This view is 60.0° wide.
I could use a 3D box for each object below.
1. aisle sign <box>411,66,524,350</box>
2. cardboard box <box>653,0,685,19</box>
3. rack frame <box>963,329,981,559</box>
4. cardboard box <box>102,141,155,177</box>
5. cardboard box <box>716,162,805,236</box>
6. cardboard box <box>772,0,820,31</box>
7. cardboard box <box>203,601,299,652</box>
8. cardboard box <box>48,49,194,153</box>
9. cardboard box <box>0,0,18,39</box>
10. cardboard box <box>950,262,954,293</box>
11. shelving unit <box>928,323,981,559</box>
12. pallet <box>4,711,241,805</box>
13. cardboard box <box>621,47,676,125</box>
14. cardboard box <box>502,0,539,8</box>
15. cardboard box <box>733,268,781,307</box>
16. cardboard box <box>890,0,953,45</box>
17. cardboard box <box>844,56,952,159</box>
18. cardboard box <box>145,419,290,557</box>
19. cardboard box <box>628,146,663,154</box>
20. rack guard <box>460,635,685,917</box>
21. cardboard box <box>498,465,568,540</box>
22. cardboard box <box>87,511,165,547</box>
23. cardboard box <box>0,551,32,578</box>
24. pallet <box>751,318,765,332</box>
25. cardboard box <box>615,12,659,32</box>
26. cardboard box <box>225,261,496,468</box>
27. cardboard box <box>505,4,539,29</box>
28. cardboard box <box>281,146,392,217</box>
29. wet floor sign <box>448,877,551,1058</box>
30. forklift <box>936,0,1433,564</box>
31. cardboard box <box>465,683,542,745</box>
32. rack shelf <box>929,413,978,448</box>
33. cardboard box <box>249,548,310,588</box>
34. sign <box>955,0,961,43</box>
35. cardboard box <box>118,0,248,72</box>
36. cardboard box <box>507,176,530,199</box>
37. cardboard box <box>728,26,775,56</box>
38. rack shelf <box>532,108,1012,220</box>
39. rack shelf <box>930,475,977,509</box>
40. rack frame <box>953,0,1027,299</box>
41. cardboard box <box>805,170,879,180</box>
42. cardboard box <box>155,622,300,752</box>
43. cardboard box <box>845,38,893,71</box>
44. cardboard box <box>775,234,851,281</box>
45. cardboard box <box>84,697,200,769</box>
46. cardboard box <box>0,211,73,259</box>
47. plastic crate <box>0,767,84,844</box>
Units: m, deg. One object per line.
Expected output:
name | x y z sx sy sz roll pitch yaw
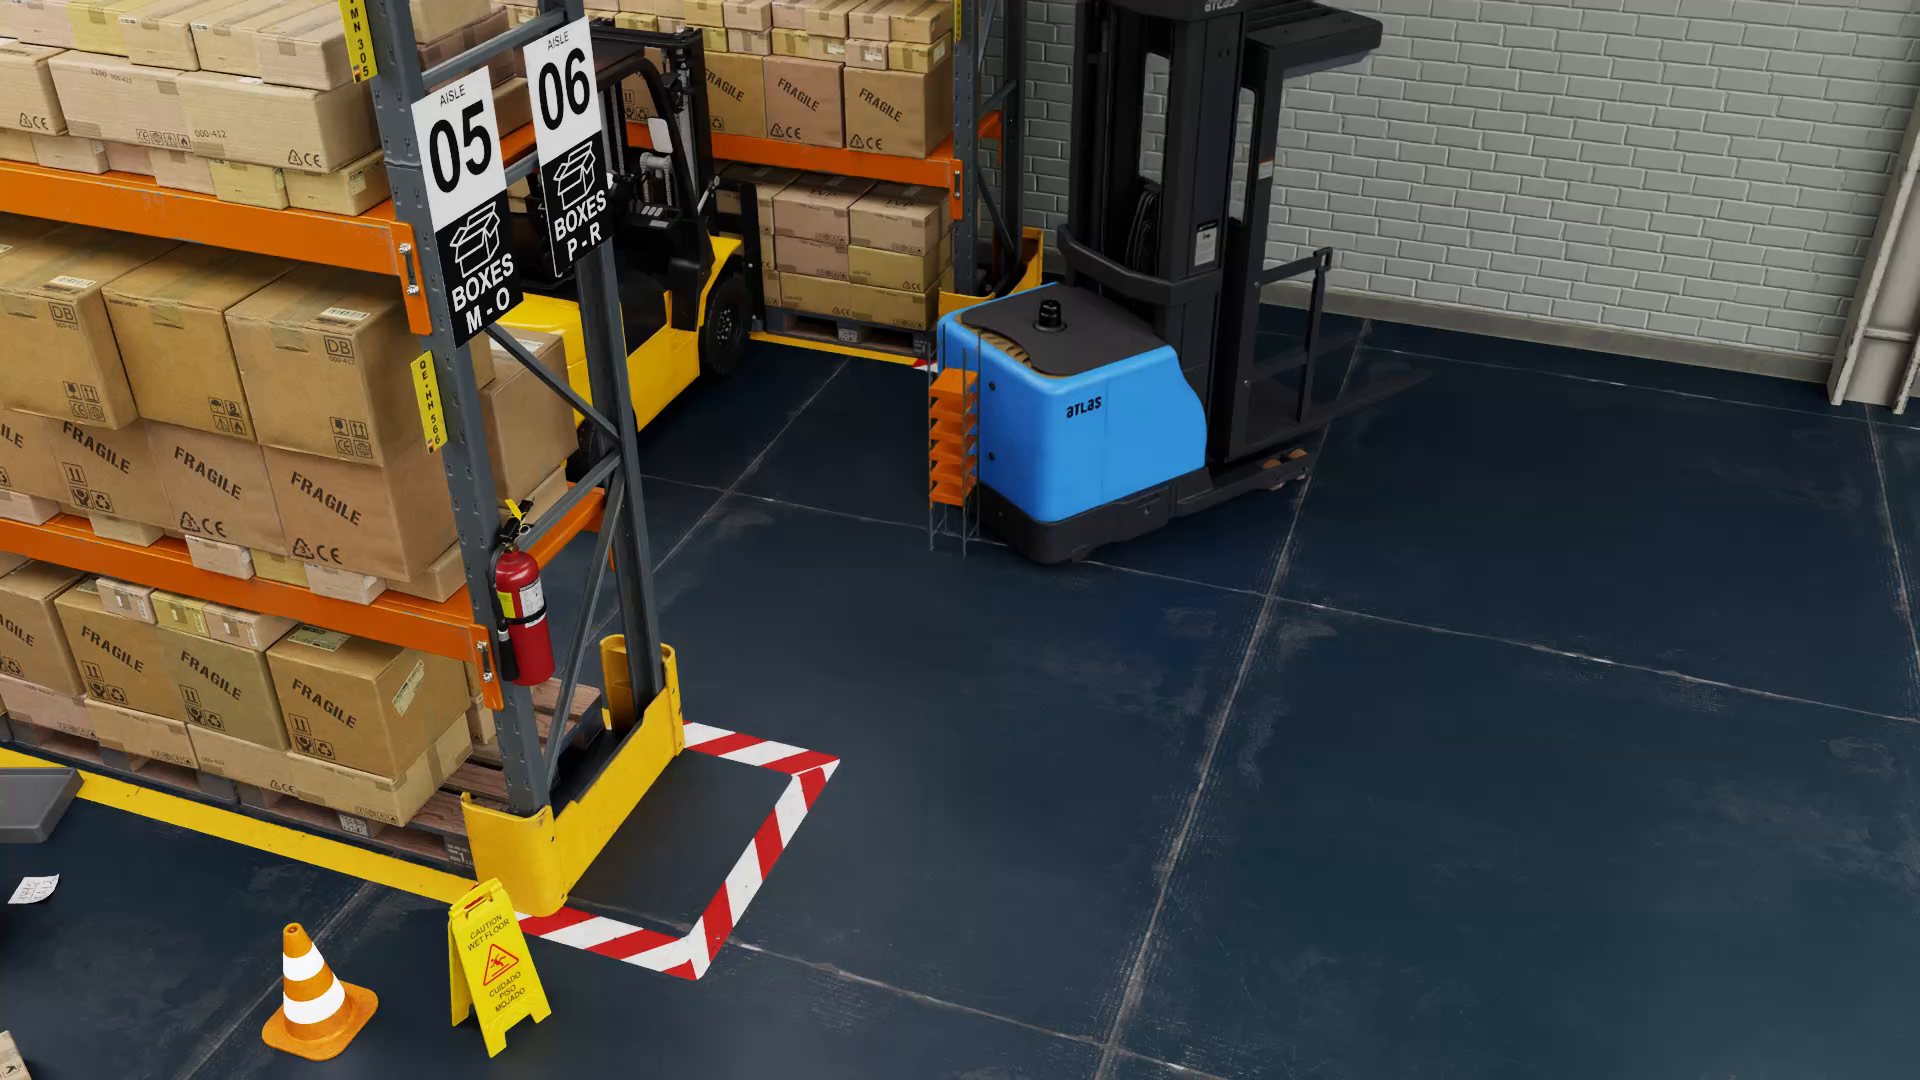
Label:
aisle sign | -1.524 -1.030 5.183 0.004 0.787 0.394 11 34 16
cardboard box | -1.668 -3.308 10.143 0.250 0.149 0.380 12 35 17
rack frame | 0.059 -0.469 8.370 0.006 1.200 0.240 11 34 16
cardboard box | -2.615 -1.350 5.541 0.250 0.149 0.380 11 35 17
cardboard box | -1.313 -2.177 10.582 0.500 0.250 0.500 11 35 17
cardboard box | -0.929 -3.177 9.941 0.250 0.149 0.380 11 35 17
cardboard box | -2.695 0.247 6.460 0.250 0.149 0.380 12 35 18
cardboard box | -2.526 -1.475 5.368 0.500 0.250 0.500 11 34 16
cardboard box | -3.066 -1.785 5.480 0.250 0.149 0.380 10 34 15
cardboard box | -0.210 -1.844 10.988 0.500 0.250 0.500 11 34 17
shelving unit | -0.028 -0.486 8.396 0.189 1.200 0.258 11 34 16
pallet | -3.454 0.669 7.519 1.213 0.211 1.003 11 34 16
cardboard box | -1.810 -2.910 10.400 0.500 0.500 0.500 11 35 17
cardboard box | -2.652 -3.451 10.365 0.250 0.149 0.380 12 35 18
cardboard box | -1.295 -1.771 10.875 0.500 0.250 0.500 11 35 17
cardboard box | -0.222 -3.030 9.713 0.250 0.149 0.380 11 34 17
cardboard box | -0.366 -2.631 9.967 0.500 0.500 0.500 10 34 15
cardboard box | -2.558 -0.317 6.109 0.500 0.500 0.500 11 34 17
cardboard box | -2.097 -2.630 11.284 0.500 0.250 0.500 11 35 17
rack guard | -1.556 0.939 6.835 0.348 0.500 1.175 11 34 16
cardboard box | -1.735 -0.160 6.464 0.250 0.149 0.380 11 34 17
cardboard box | -3.137 -0.149 6.448 0.250 0.149 0.380 11 34 16
cardboard box | -3.950 0.002 6.840 0.250 0.149 0.380 13 35 19
pallet | -1.692 -1.804 11.349 1.213 0.211 1.003 11 34 16
cardboard box | -1.919 -3.193 10.240 0.250 0.149 0.380 10 34 15
cardboard box | -2.039 -0.666 5.729 0.500 0.500 0.700 10 34 15
cardboard box | -2.662 -3.323 10.442 0.250 0.149 0.380 12 35 18
cardboard box | -1.915 -1.174 5.270 0.250 0.149 0.380 11 34 17
wet floor sign | -1.667 1.473 5.874 0.232 0.644 0.267 24 40 32
forklift | 1.373 -1.725 8.719 3.031 2.935 1.130 -20 38 -28
cardboard box | -2.151 0.593 7.215 0.500 0.250 0.500 11 34 16
rack shelf | -0.028 -0.549 8.355 0.180 0.103 0.258 11 34 16
cardboard box | -2.419 0.001 6.214 0.250 0.149 0.380 10 34 16
sign | -0.010 -2.944 9.259 0.005 0.325 0.100 11 34 16
cardboard box | -2.379 -1.602 5.197 0.250 0.149 0.380 11 34 16
cardboard box | -2.752 -2.458 11.018 0.500 0.250 0.500 11 34 17
cardboard box | -1.206 -3.054 10.024 0.250 0.149 0.380 10 34 15
rack shelf | -1.696 -2.696 10.824 4.000 0.370 1.077 11 34 16
rack shelf | -0.028 -0.247 8.550 0.180 0.103 0.258 11 34 16
rack frame | 0.186 -2.633 10.062 0.127 3.000 1.000 11 34 16
cardboard box | -0.674 -2.348 10.847 0.500 0.250 0.500 11 34 17
cardboard box | -2.819 0.459 6.730 0.500 0.500 0.500 12 35 18
cardboard box | -0.485 -2.899 9.785 0.250 0.149 0.380 12 35 17
cardboard box | -0.846 -1.891 10.600 0.500 0.250 0.500 11 34 16
cardboard box | -3.316 0.679 7.081 0.500 0.250 0.500 10 34 15
cardboard box | -3.451 -0.966 6.192 0.500 0.500 0.700 11 34 16
plastic crate | -4.049 1.103 6.968 0.583 0.080 0.402 0 33 0
